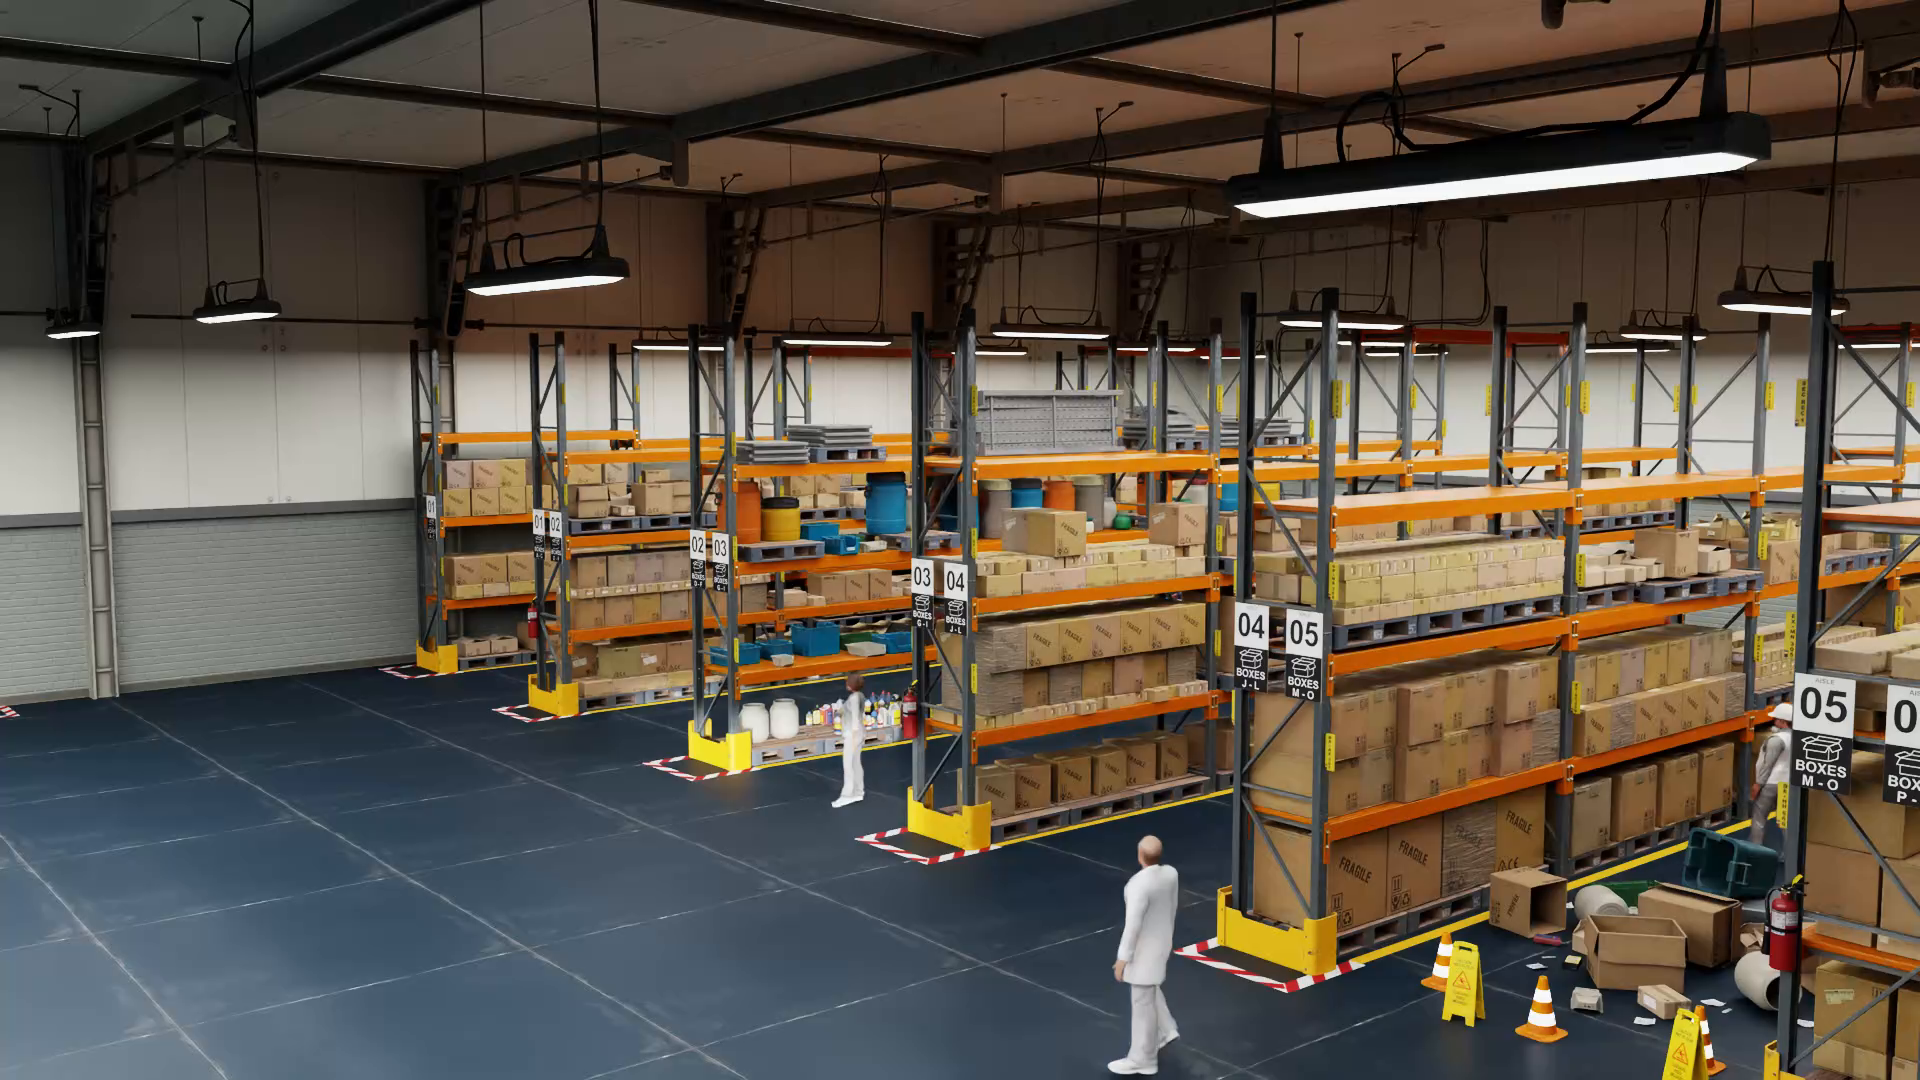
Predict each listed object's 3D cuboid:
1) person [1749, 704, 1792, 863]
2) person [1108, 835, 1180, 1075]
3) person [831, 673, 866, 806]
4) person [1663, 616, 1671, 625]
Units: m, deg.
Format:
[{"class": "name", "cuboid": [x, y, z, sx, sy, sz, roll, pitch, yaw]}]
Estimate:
[{"class": "person", "cuboid": [8.813, 2.637, 17.957, 0.596, 1.778, 0.473, -1, 5, -9]}, {"class": "person", "cuboid": [1.416, 3.100, 12.605, 0.471, 1.779, 0.686, 3, 6, 26]}, {"class": "person", "cuboid": [-1.371, 2.462, 20.607, 0.394, 1.610, 0.507, 1, 5, 6]}, {"class": "person", "cuboid": [11.080, 1.914, 25.926, 0.646, 1.754, 0.408, -2, 6, -17]}]
